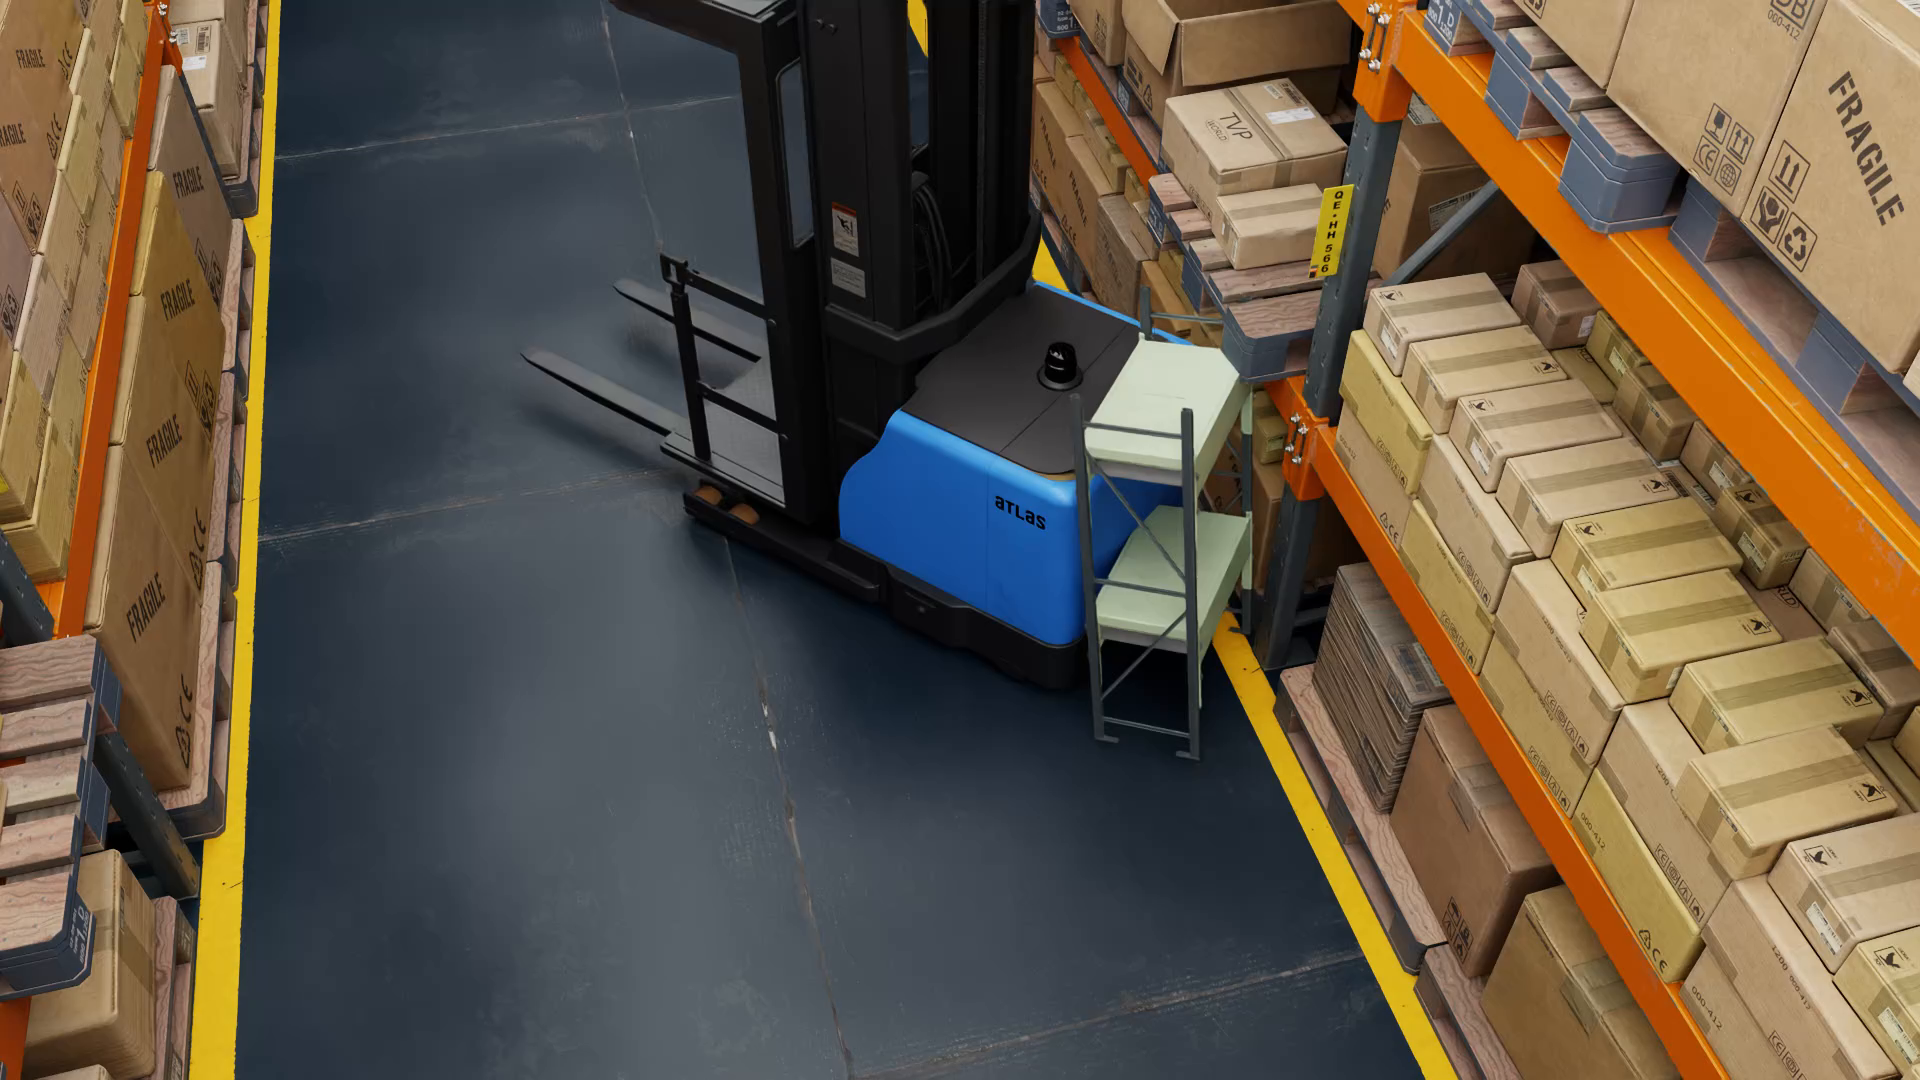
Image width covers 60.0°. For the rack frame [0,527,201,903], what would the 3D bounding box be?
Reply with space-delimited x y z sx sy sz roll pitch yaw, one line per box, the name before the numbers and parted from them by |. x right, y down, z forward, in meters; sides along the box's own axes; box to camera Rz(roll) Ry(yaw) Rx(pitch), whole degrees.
rack frame | -3.144 0.245 4.660 1.000 3.000 0.127 -11 47 -10

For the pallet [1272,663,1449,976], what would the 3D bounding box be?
pallet | 1.827 0.886 5.984 1.003 0.211 1.213 -11 47 -10

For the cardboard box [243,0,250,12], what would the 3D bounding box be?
cardboard box | -4.684 -3.461 9.792 0.875 0.438 0.875 -10 46 -9

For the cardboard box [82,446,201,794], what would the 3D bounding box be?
cardboard box | -3.240 0.350 5.751 0.875 0.875 0.875 -11 47 -11

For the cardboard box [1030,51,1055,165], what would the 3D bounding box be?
cardboard box | 0.536 -2.324 8.634 0.500 0.500 0.500 -9 46 -9

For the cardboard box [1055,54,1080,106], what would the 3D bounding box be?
cardboard box | 0.687 -2.277 8.134 0.380 0.149 0.250 -13 47 -12

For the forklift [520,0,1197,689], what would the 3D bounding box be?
forklift | -0.555 -1.299 6.222 3.031 2.935 1.130 26 51 23

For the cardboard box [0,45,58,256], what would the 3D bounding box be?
cardboard box | -3.287 -1.226 5.332 0.500 0.500 0.500 -9 46 -9

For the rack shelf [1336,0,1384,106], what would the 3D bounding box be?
rack shelf | 1.142 -2.844 6.091 1.077 0.370 4.000 -11 47 -10

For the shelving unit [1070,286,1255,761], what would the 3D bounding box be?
shelving unit | 0.753 -0.046 5.948 0.431 1.500 0.755 9 40 21

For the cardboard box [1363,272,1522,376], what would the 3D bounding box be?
cardboard box | 1.451 -0.653 5.016 0.380 0.149 0.250 -9 46 -9

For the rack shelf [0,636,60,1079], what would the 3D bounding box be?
rack shelf | -2.631 1.878 3.564 1.077 0.370 4.000 -11 47 -10

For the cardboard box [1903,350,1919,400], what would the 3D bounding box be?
cardboard box | 1.905 -0.283 2.890 0.380 0.149 0.250 -11 47 -11

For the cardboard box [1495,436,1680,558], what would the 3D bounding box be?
cardboard box | 1.690 -0.118 4.492 0.380 0.149 0.250 -10 46 -10

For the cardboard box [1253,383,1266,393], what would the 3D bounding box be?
cardboard box | 1.183 -0.642 6.531 0.380 0.149 0.250 -13 47 -12

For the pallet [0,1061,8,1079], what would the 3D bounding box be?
pallet | -2.597 1.671 3.397 1.003 0.211 1.213 -11 47 -10

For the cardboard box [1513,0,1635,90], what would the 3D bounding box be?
cardboard box | 1.604 -1.387 3.726 0.500 0.500 0.500 -10 46 -10

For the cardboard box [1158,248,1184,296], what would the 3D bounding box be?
cardboard box | 1.070 -1.194 7.073 0.380 0.149 0.250 -11 47 -11

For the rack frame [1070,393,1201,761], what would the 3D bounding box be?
rack frame | 0.614 0.167 5.685 0.400 1.500 0.023 9 40 21

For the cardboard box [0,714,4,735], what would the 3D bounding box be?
cardboard box | -2.694 0.541 4.252 0.380 0.149 0.250 -10 46 -10

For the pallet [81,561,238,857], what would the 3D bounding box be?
pallet | -3.272 0.663 6.203 1.003 0.211 1.213 -11 47 -10

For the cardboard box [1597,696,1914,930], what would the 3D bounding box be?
cardboard box | 1.930 0.622 4.046 0.500 0.250 0.500 -10 46 -10

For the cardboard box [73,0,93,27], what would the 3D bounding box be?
cardboard box | -3.671 -2.283 6.368 0.500 0.500 0.500 -10 46 -10

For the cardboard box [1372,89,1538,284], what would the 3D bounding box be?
cardboard box | 1.673 -1.231 5.743 0.500 0.500 0.500 -9 46 -8

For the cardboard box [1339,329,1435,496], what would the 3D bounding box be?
cardboard box | 1.507 -0.432 5.079 0.500 0.250 0.500 -11 47 -10

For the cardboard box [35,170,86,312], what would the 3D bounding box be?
cardboard box | -3.281 -0.976 5.612 0.500 0.250 0.500 -11 47 -10

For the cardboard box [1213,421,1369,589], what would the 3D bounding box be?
cardboard box | 1.338 -0.190 6.543 0.500 0.500 0.500 -9 46 -9

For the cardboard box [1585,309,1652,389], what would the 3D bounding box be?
cardboard box | 2.108 -0.579 4.944 0.380 0.149 0.250 -10 46 -9

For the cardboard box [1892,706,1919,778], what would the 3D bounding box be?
cardboard box | 2.450 0.492 3.895 0.380 0.149 0.250 -10 46 -10

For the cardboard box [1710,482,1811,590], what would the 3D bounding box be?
cardboard box | 2.237 -0.038 4.414 0.380 0.149 0.250 -11 47 -11

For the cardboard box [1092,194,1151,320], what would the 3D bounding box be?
cardboard box | 0.932 -1.253 7.585 0.500 0.500 0.500 -12 47 -12

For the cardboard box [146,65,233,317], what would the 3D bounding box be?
cardboard box | -3.931 -1.506 7.570 0.875 0.875 0.875 -9 46 -9

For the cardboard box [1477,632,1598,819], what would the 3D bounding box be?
cardboard box | 1.794 0.441 4.573 0.500 0.250 0.500 -12 47 -12

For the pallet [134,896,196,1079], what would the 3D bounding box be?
pallet | -2.945 1.761 5.127 1.003 0.211 1.213 -11 47 -10

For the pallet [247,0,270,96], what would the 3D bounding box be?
pallet | -4.602 -2.924 9.718 1.003 0.211 1.213 -11 47 -10

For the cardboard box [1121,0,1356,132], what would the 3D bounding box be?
cardboard box | 1.057 -1.941 6.437 0.797 0.503 0.637 -12 47 -11

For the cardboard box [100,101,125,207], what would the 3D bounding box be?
cardboard box | -3.569 -1.497 6.472 0.500 0.250 0.500 -12 47 -11

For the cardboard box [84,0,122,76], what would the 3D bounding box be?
cardboard box | -3.685 -2.035 6.650 0.500 0.250 0.500 -10 46 -9

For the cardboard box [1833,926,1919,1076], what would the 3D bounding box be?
cardboard box | 2.078 0.936 3.459 0.380 0.149 0.250 -12 47 -11

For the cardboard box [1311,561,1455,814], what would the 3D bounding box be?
cardboard box | 1.800 0.452 5.826 0.875 0.625 0.625 -9 46 -9

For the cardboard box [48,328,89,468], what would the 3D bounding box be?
cardboard box | -3.174 -0.438 5.434 0.500 0.250 0.500 -12 47 -11

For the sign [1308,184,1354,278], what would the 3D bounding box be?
sign | 1.132 -0.937 5.063 0.100 0.325 0.005 -11 47 -10

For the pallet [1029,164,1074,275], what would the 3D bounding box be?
pallet | 0.875 -1.896 8.711 1.003 0.211 1.213 -11 47 -10

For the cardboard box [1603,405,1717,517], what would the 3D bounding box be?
cardboard box | 2.170 -0.176 4.827 0.500 0.250 0.500 -10 46 -10

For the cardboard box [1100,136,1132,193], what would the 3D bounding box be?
cardboard box | 0.859 -1.739 7.607 0.380 0.149 0.250 -9 46 -9

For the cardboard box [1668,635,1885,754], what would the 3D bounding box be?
cardboard box | 1.951 0.398 3.986 0.380 0.149 0.250 -11 47 -10
